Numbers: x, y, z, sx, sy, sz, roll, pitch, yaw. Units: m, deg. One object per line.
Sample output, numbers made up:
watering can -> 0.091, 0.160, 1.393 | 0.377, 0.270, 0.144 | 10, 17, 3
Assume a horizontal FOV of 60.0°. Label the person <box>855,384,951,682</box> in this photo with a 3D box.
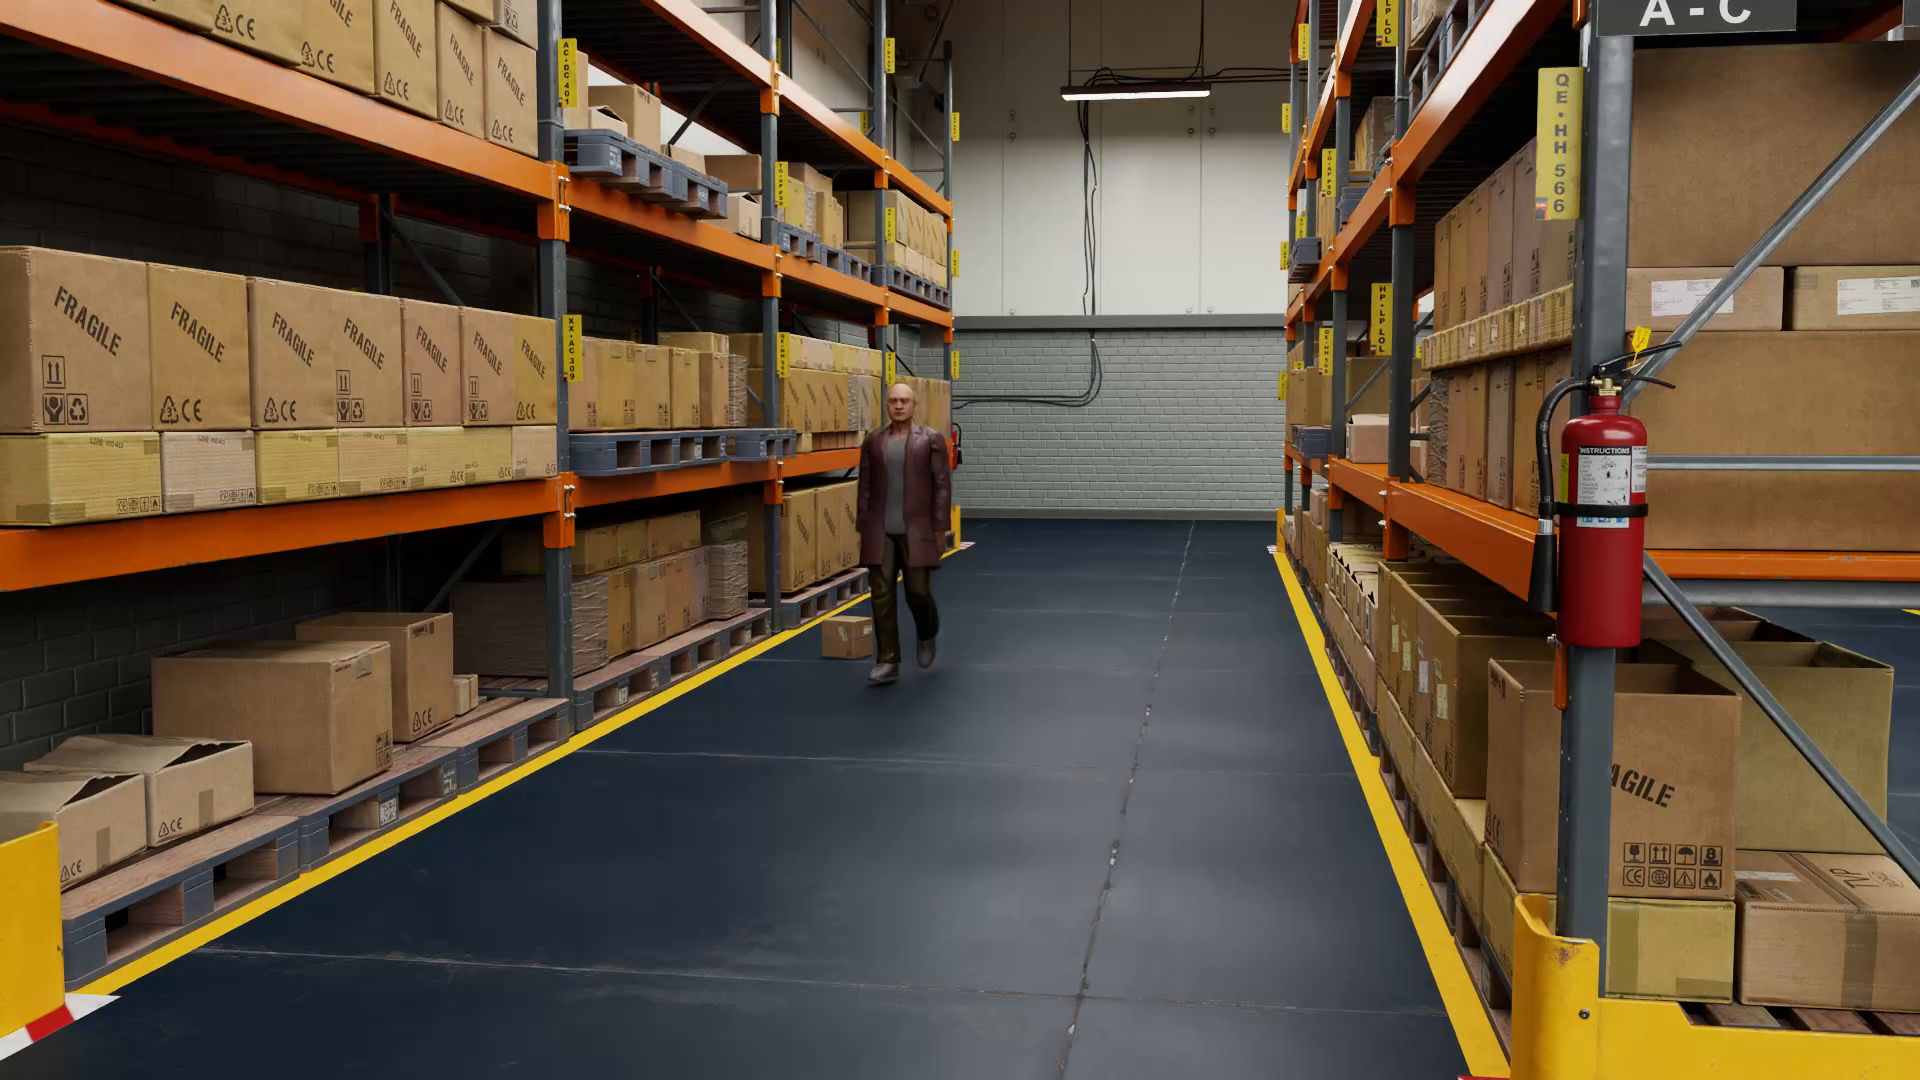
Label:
person -> -0.334, -0.055, 10.001 | 0.586, 1.764, 0.677 | 1, 4, 13
